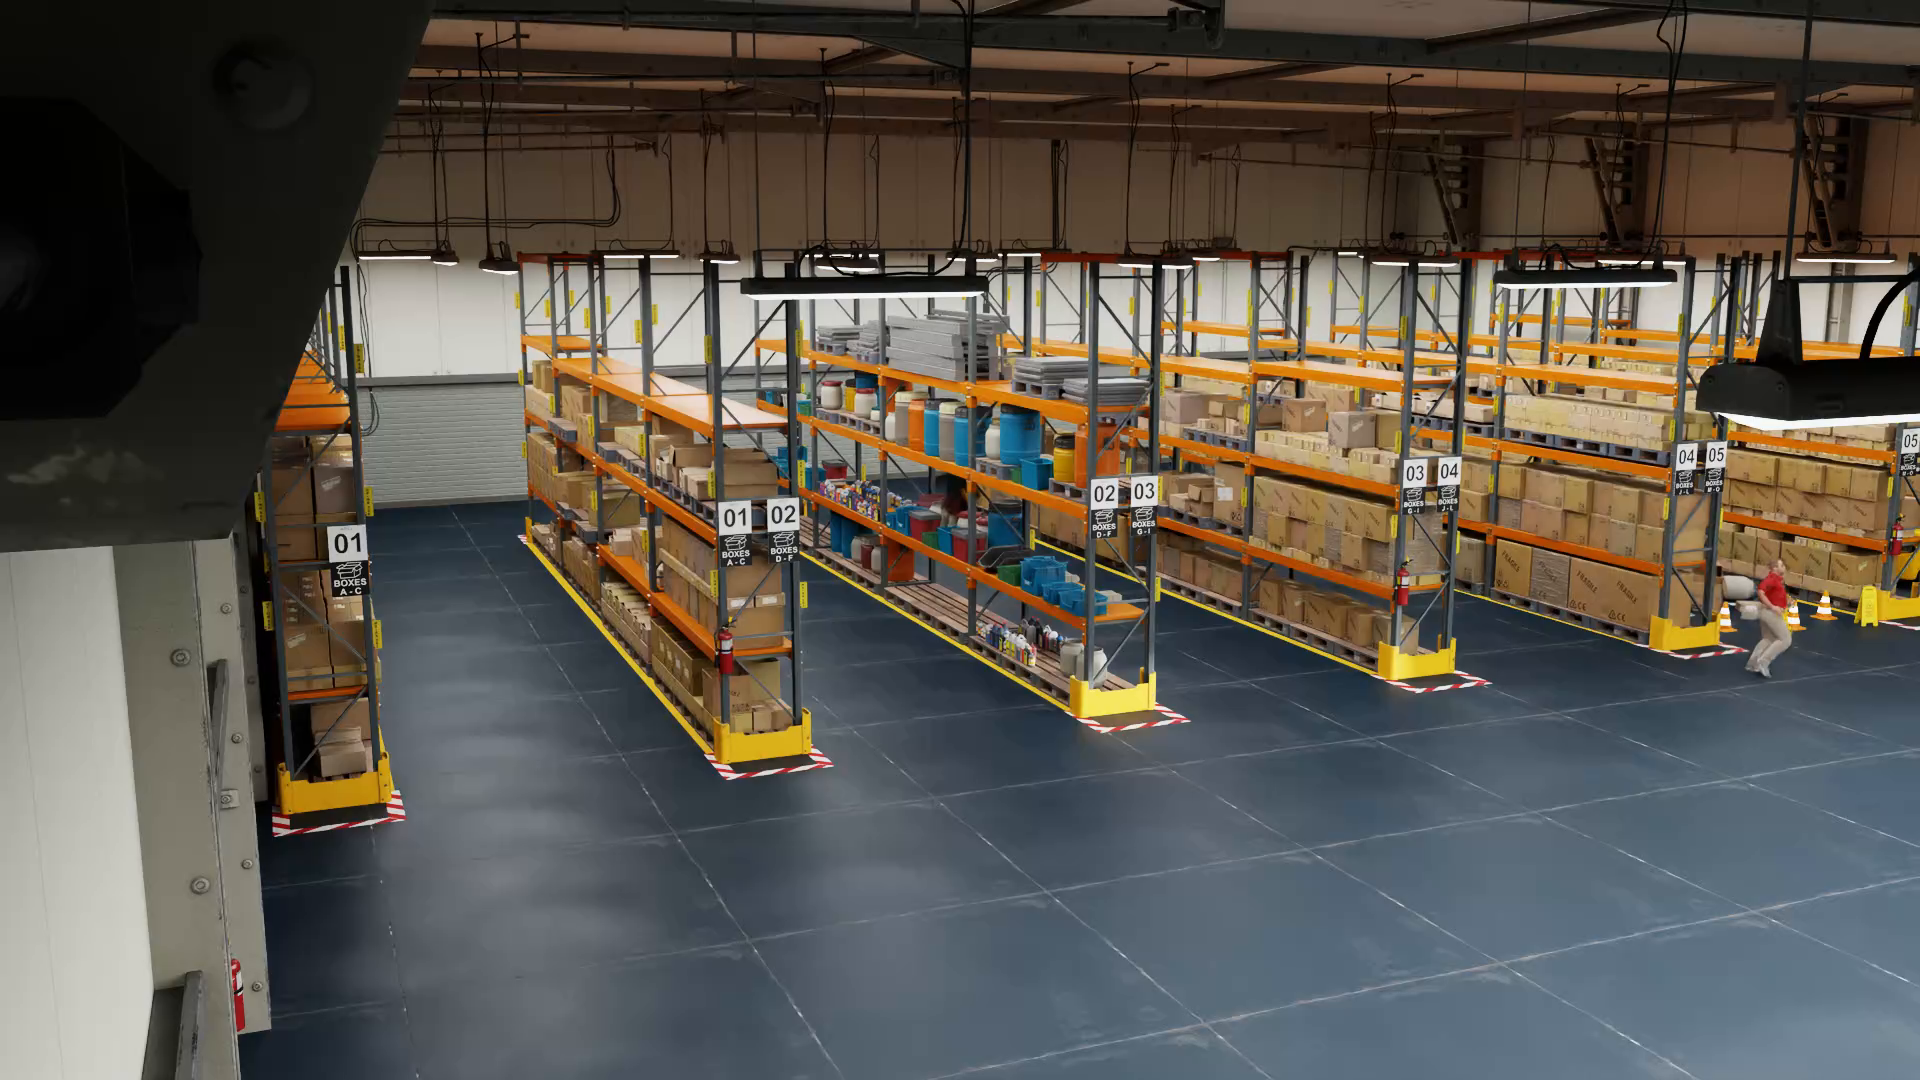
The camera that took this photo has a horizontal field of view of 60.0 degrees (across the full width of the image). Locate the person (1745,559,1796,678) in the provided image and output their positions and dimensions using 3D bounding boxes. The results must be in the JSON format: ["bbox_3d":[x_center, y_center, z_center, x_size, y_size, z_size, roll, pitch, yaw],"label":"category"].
[{"bbox_3d":[11.831,1.137,24.211,0.585,1.744,0.661,4,11,22],"label":"person"}]

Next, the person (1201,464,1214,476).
[{"bbox_3d":[6.377,-2.180,42.191,0.632,1.734,0.691,-4,11,-23],"label":"person"}]

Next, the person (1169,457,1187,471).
[{"bbox_3d":[5.493,-2.048,41.687,0.540,1.626,0.602,4,11,19],"label":"person"}]
